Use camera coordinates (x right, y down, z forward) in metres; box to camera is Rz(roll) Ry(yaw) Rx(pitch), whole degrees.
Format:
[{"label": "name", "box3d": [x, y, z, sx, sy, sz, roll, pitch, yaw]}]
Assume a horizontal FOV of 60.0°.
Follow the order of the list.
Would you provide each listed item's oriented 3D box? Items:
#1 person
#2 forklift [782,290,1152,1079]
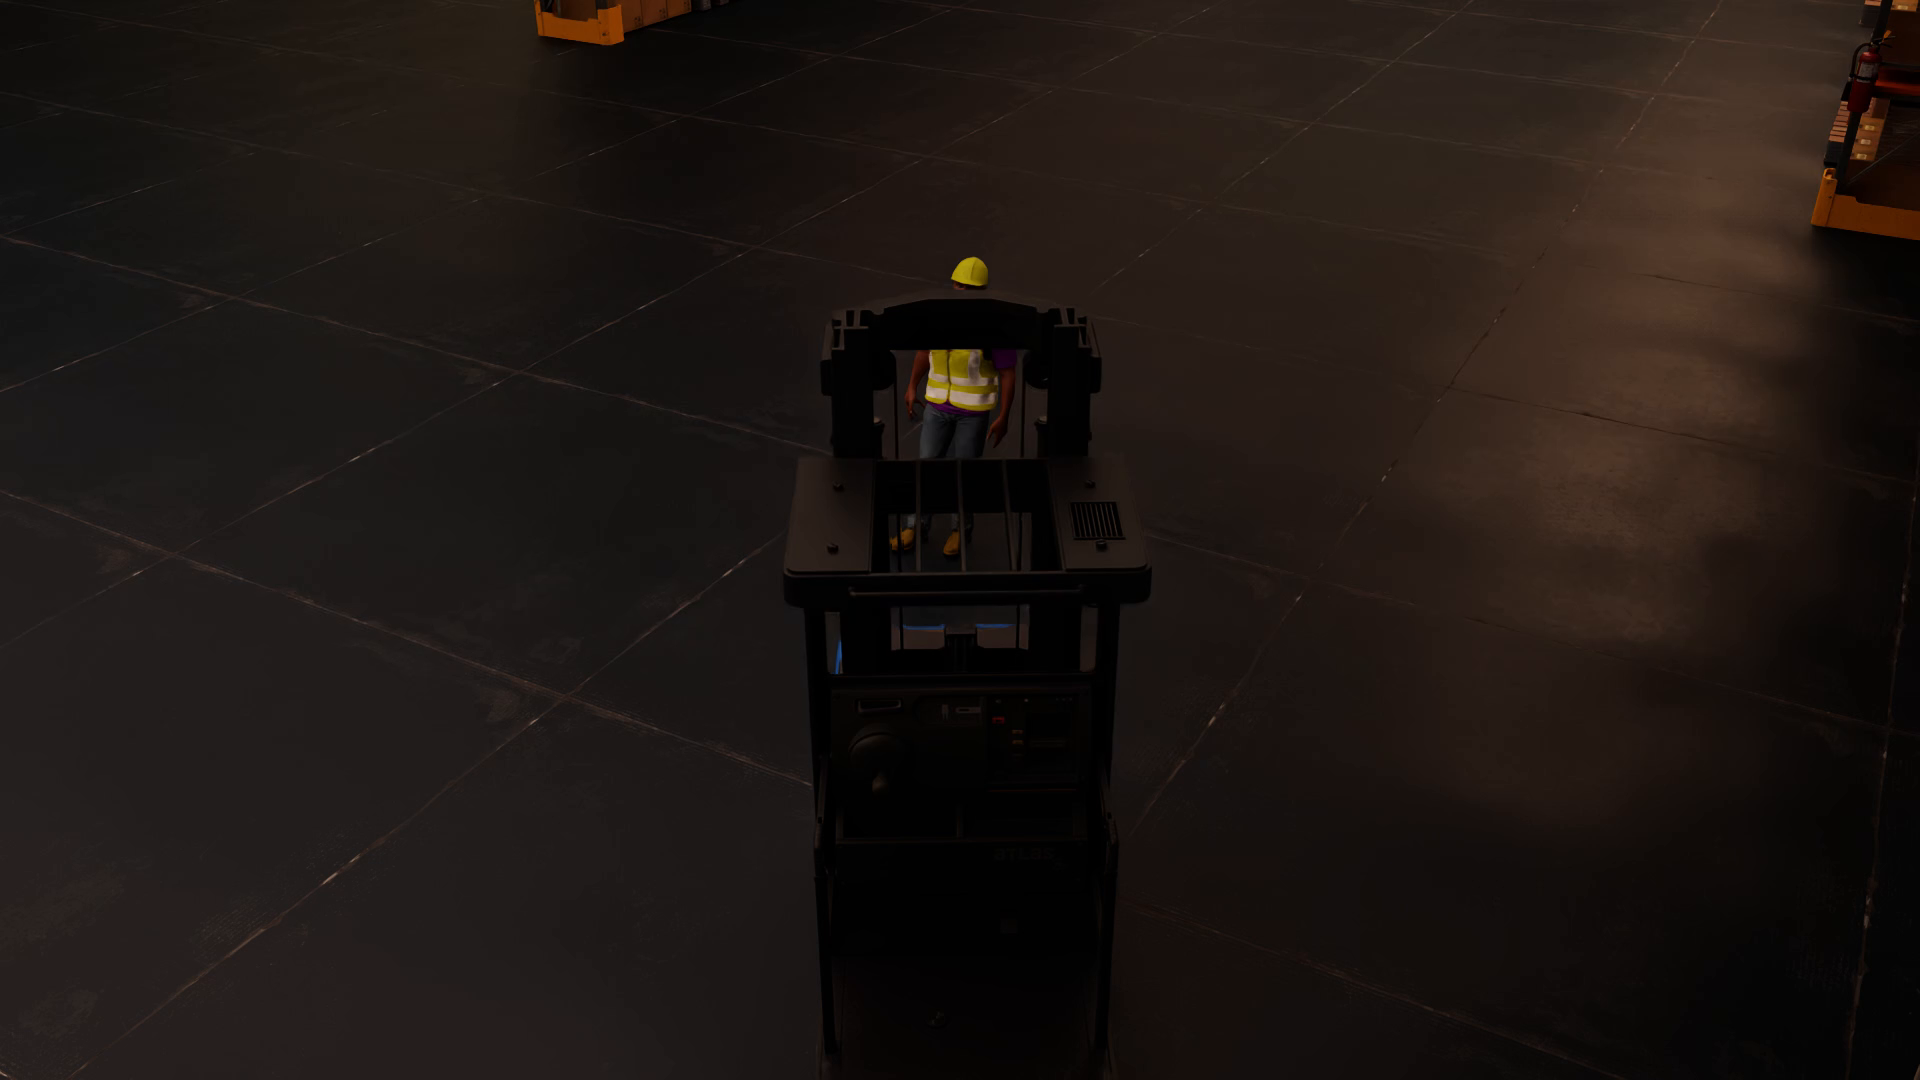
[{"label": "person", "box3d": [-0.038, -0.741, 9.507, 0.666, 1.768, 0.575, 15, 33, 25]}, {"label": "forklift", "box3d": [0.013, 0.758, 5.757, 1.130, 2.935, 3.031, -1, 30, -1]}]
